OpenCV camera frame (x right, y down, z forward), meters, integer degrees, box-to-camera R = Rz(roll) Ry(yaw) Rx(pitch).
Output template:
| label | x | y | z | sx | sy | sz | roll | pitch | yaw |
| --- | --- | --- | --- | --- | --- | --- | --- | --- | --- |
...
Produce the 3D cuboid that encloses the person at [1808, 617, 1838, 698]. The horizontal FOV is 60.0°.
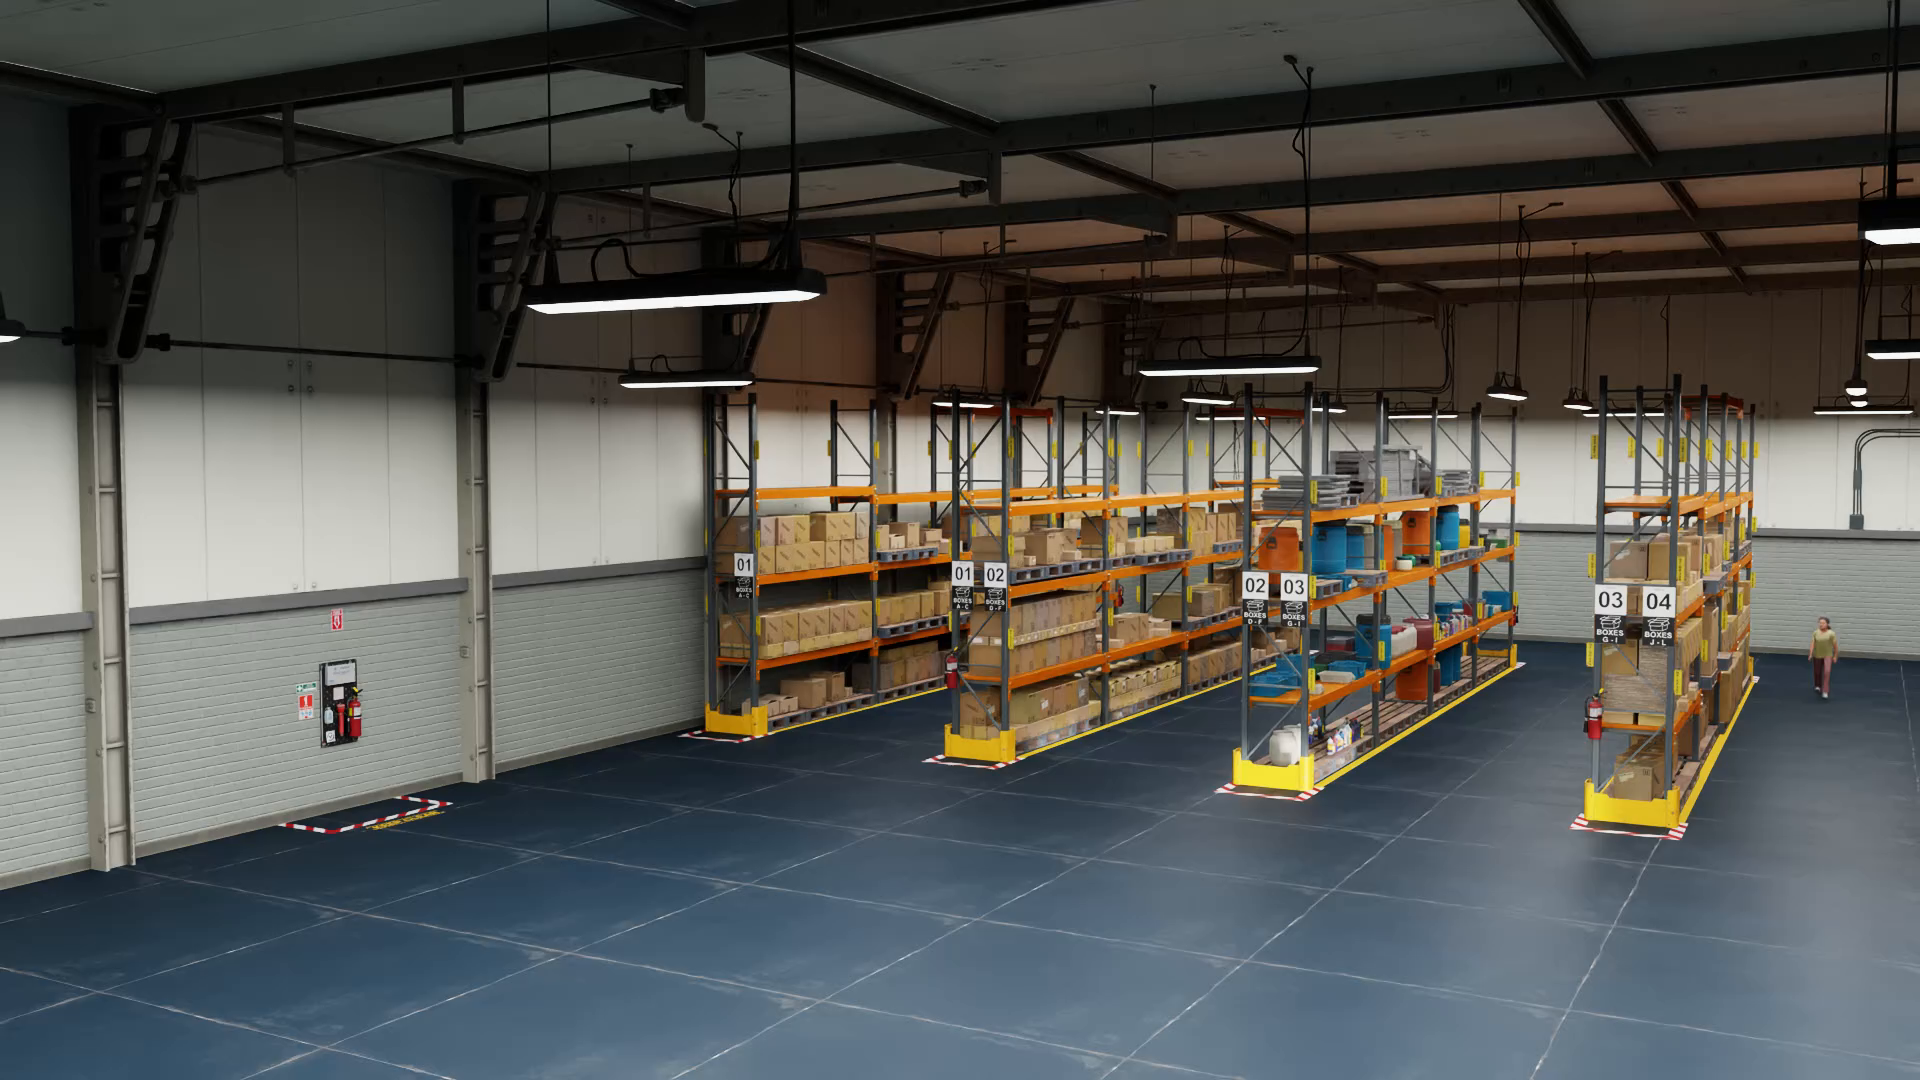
| label | x | y | z | sx | sy | sz | roll | pitch | yaw |
| --- | --- | --- | --- | --- | --- | --- | --- | --- | --- |
| person | 17.481 | 2.358 | 33.676 | 0.517 | 1.609 | 1.069 | 2 | 4 | 29 |
